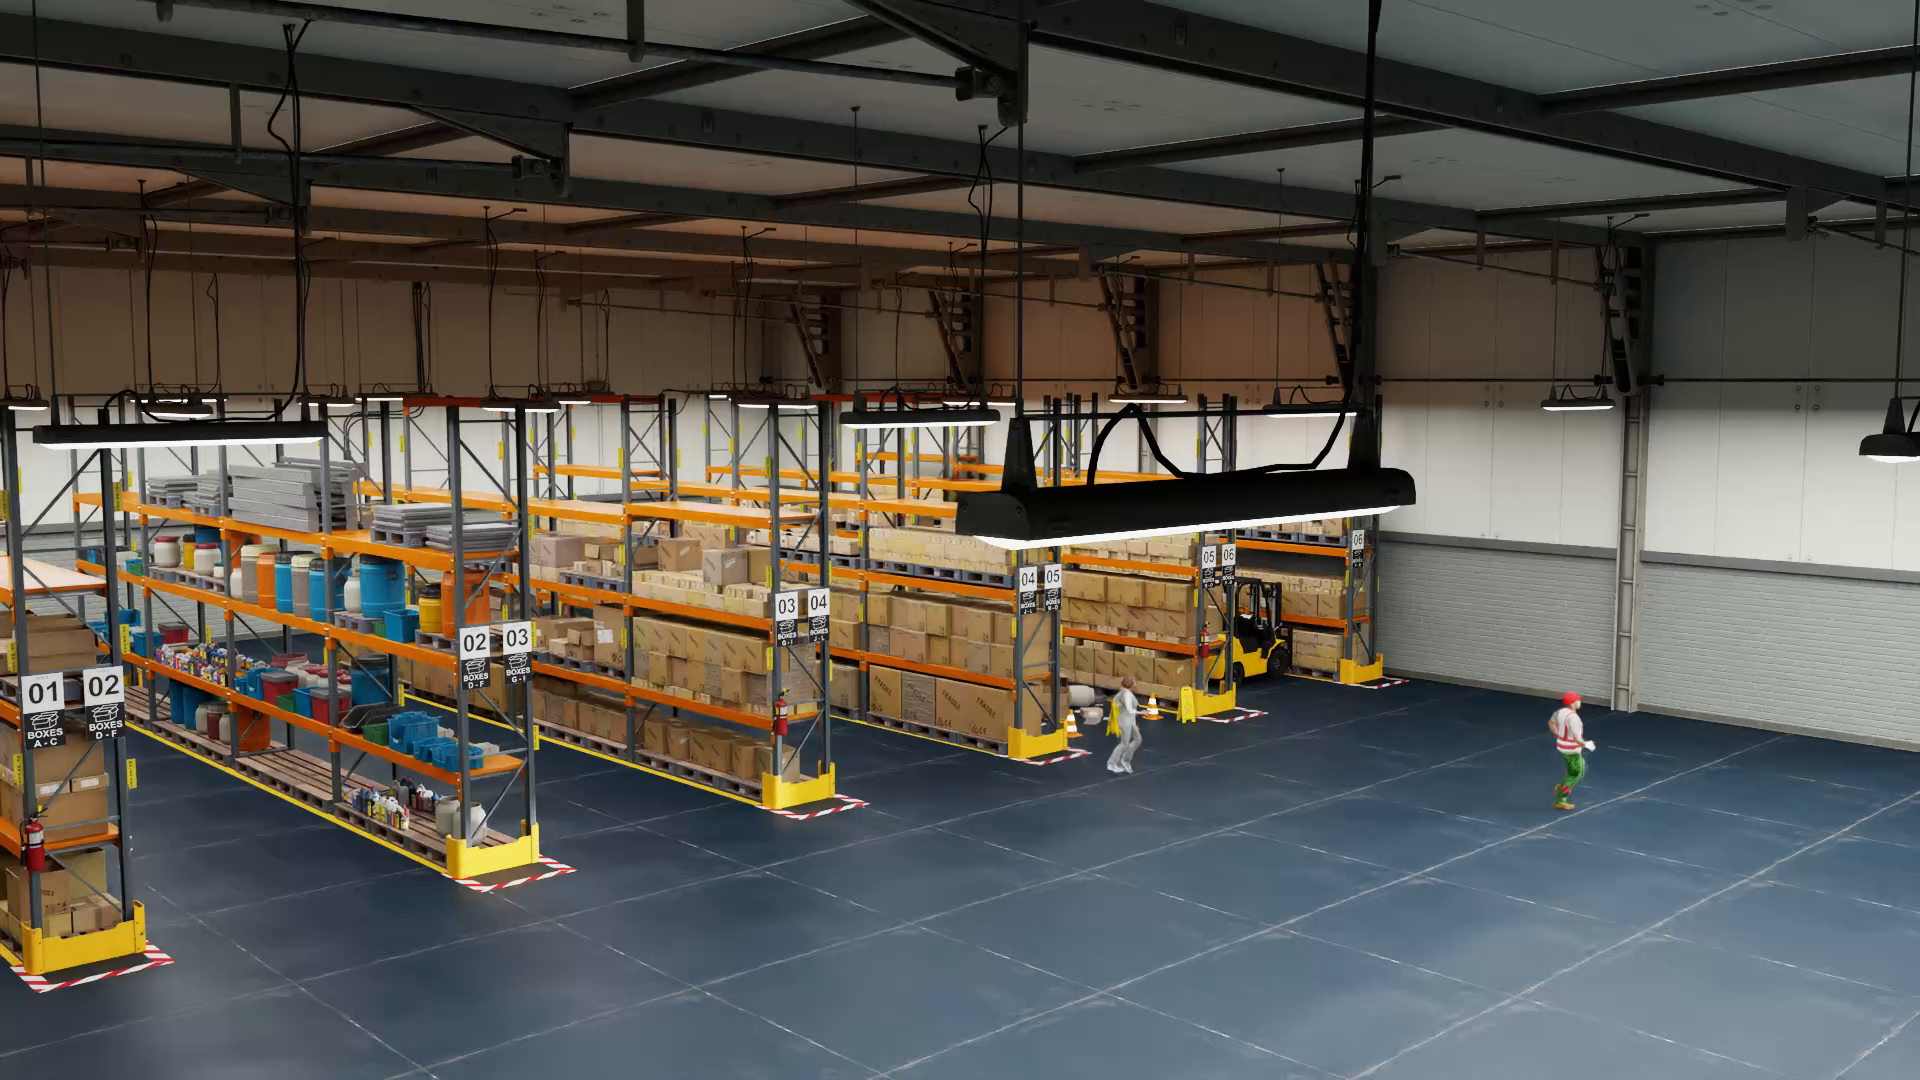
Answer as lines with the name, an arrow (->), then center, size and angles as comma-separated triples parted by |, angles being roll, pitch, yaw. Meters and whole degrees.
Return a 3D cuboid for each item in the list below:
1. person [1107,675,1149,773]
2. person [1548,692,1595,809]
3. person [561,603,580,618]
person -> 2.699, 3.017, 26.709 | 0.669, 1.530, 0.560 | 0, 6, 5
person -> 9.041, 3.091, 24.526 | 0.530, 1.742, 0.670 | 0, 6, -3
person -> -9.903, 1.474, 41.755 | 0.581, 1.637, 0.780 | 4, 7, 34
